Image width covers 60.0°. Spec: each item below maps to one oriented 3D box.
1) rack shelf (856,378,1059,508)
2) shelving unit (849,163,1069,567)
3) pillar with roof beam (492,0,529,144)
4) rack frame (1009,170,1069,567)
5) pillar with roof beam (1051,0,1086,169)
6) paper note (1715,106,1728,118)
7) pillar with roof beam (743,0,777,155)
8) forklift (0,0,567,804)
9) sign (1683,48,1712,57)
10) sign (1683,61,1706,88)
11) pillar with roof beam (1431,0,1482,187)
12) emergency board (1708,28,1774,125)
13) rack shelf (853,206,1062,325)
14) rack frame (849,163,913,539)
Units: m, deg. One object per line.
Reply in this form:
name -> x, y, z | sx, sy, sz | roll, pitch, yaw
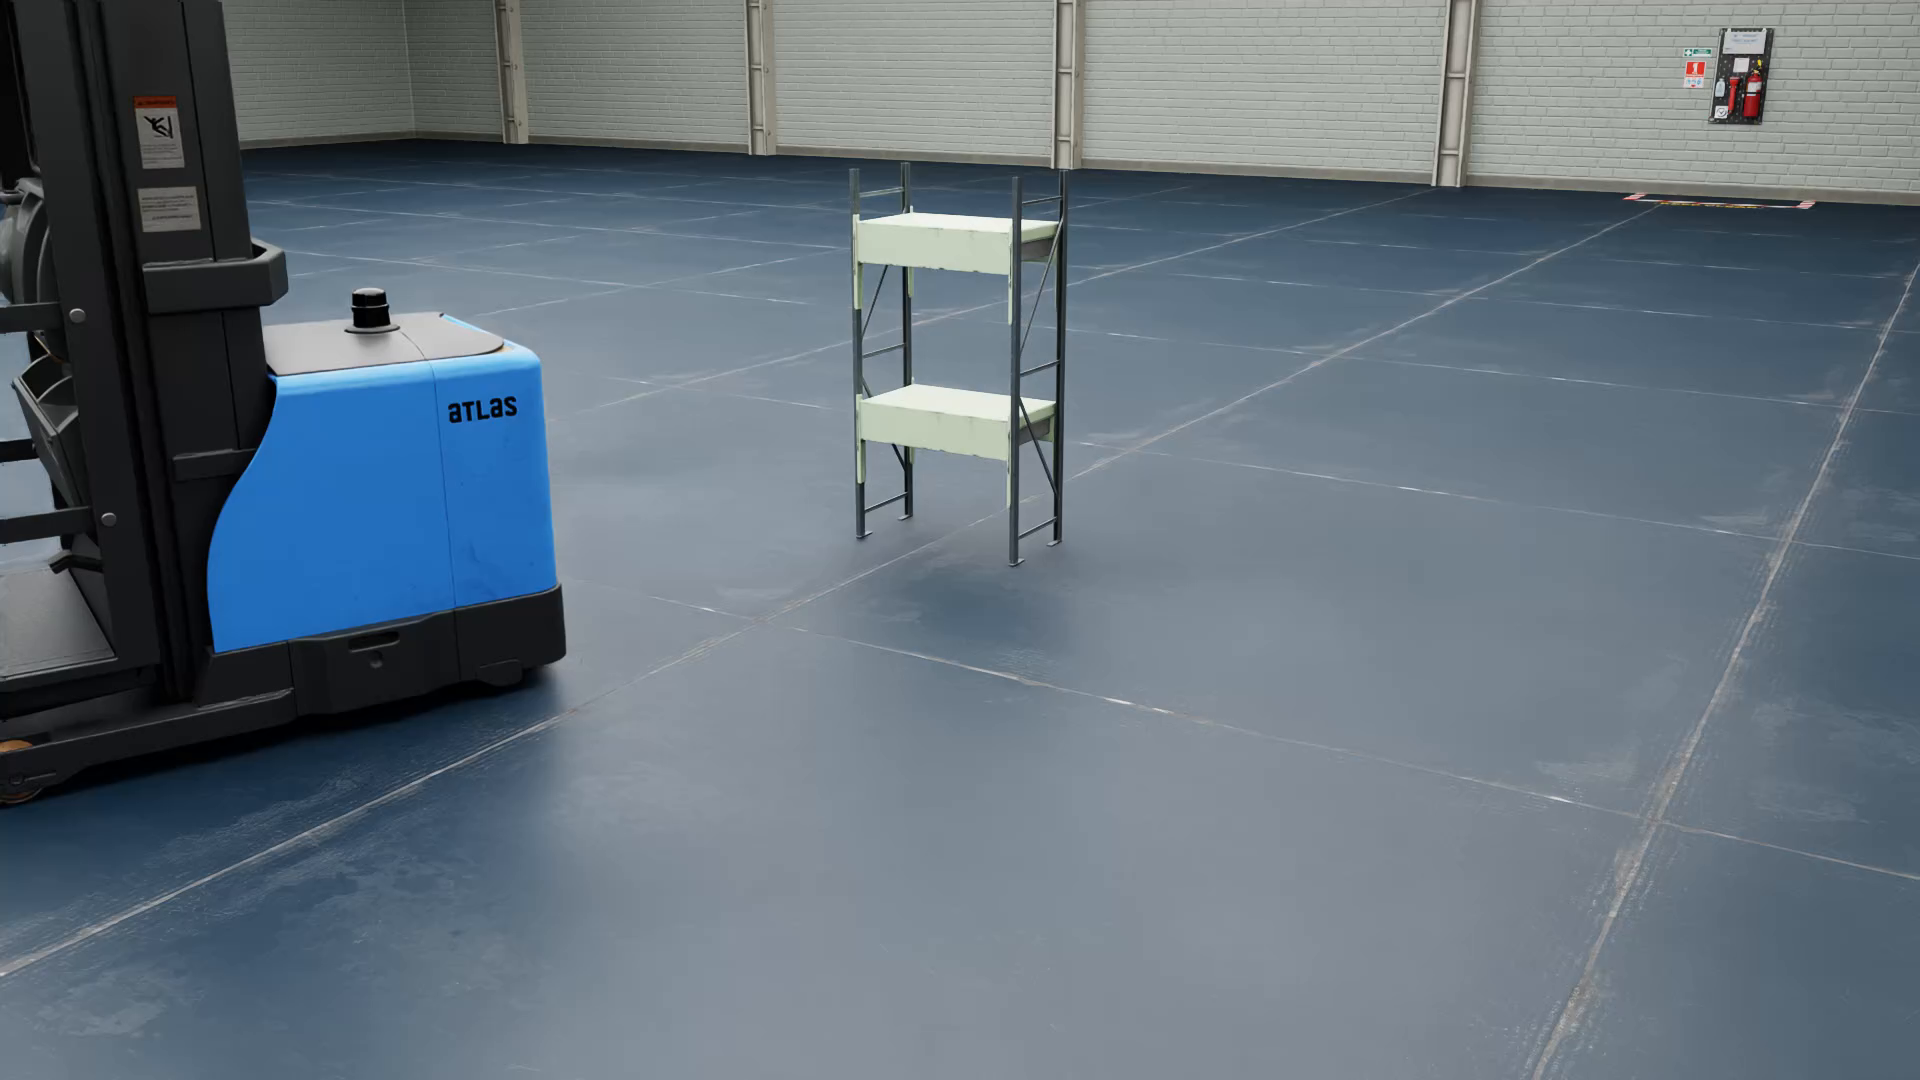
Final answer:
rack shelf -> -0.006, -0.407, 6.761 | 0.720, 0.370, 0.431 | 10, 20, 30
shelving unit -> -0.006, -0.719, 6.667 | 0.755, 1.500, 0.431 | 10, 20, 30
pillar with roof beam -> -10.810, -10.895, 27.264 | 0.400, 9.000, 9.100 | 10, 20, 30
rack frame -> 0.306, -0.663, 6.483 | 0.023, 1.500, 0.400 | 10, 20, 30
pillar with roof beam -> -0.585, -9.069, 21.255 | 0.400, 9.000, 9.100 | 10, 20, 30
paper note -> 9.693, -5.448, 21.170 | 0.142, 0.148, 0.016 | 10, 20, 30
pillar with roof beam -> -5.698, -9.982, 24.260 | 0.400, 9.000, 9.100 | 10, 20, 30
forklift -> -2.786, -0.829, 4.568 | 3.031, 2.935, 1.130 | -11, 20, -33
sign -> 9.390, -6.202, 21.166 | 0.331, 0.109, 0.001 | 10, 20, 30
sign -> 9.391, -5.952, 21.253 | 0.234, 0.329, 0.001 | 10, 20, 30
pillar with roof beam -> 4.528, -8.157, 18.251 | 0.400, 9.000, 9.100 | 10, 20, 30
emergency board -> 9.808, -5.825, 20.897 | 0.643, 1.169, 0.194 | 10, 20, 30
rack shelf -> -0.006, -1.092, 6.553 | 0.720, 0.370, 0.431 | 10, 20, 30
rack frame -> -0.318, -0.774, 6.850 | 0.023, 1.500, 0.400 | 10, 20, 30
